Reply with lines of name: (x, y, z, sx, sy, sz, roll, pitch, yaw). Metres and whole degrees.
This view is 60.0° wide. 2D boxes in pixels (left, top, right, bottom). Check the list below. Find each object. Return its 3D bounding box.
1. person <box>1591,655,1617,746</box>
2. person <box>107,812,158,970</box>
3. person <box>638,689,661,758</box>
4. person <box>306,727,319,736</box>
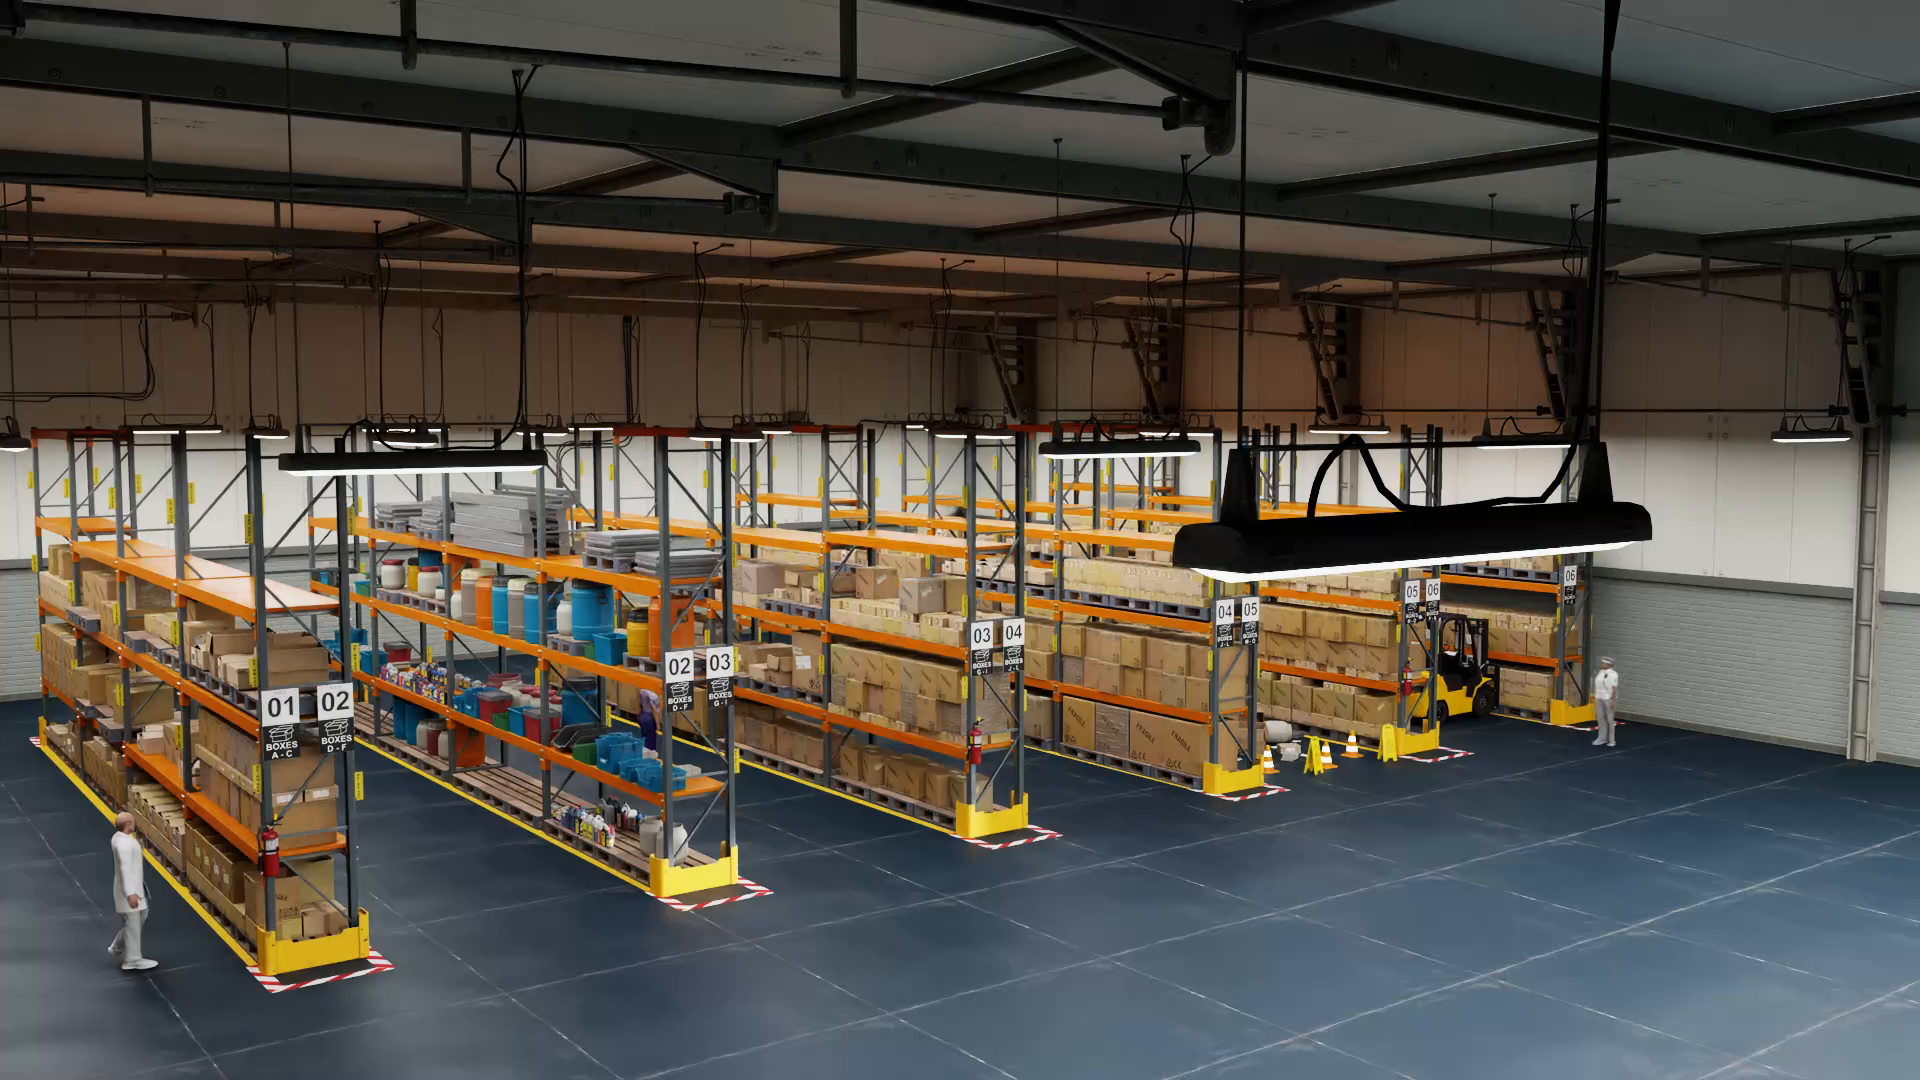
person: (12.176, 3.028, 31.342, 0.366, 1.697, 0.529, -3, 5, -33)
person: (-9.427, 3.974, 18.870, 0.560, 1.805, 0.656, -2, 5, -19)
person: (-5.426, 3.213, 29.385, 0.518, 1.648, 0.554, -2, 5, -22)
person: (-11.146, 3.177, 28.766, 0.553, 1.797, 0.407, 3, 5, 29)
